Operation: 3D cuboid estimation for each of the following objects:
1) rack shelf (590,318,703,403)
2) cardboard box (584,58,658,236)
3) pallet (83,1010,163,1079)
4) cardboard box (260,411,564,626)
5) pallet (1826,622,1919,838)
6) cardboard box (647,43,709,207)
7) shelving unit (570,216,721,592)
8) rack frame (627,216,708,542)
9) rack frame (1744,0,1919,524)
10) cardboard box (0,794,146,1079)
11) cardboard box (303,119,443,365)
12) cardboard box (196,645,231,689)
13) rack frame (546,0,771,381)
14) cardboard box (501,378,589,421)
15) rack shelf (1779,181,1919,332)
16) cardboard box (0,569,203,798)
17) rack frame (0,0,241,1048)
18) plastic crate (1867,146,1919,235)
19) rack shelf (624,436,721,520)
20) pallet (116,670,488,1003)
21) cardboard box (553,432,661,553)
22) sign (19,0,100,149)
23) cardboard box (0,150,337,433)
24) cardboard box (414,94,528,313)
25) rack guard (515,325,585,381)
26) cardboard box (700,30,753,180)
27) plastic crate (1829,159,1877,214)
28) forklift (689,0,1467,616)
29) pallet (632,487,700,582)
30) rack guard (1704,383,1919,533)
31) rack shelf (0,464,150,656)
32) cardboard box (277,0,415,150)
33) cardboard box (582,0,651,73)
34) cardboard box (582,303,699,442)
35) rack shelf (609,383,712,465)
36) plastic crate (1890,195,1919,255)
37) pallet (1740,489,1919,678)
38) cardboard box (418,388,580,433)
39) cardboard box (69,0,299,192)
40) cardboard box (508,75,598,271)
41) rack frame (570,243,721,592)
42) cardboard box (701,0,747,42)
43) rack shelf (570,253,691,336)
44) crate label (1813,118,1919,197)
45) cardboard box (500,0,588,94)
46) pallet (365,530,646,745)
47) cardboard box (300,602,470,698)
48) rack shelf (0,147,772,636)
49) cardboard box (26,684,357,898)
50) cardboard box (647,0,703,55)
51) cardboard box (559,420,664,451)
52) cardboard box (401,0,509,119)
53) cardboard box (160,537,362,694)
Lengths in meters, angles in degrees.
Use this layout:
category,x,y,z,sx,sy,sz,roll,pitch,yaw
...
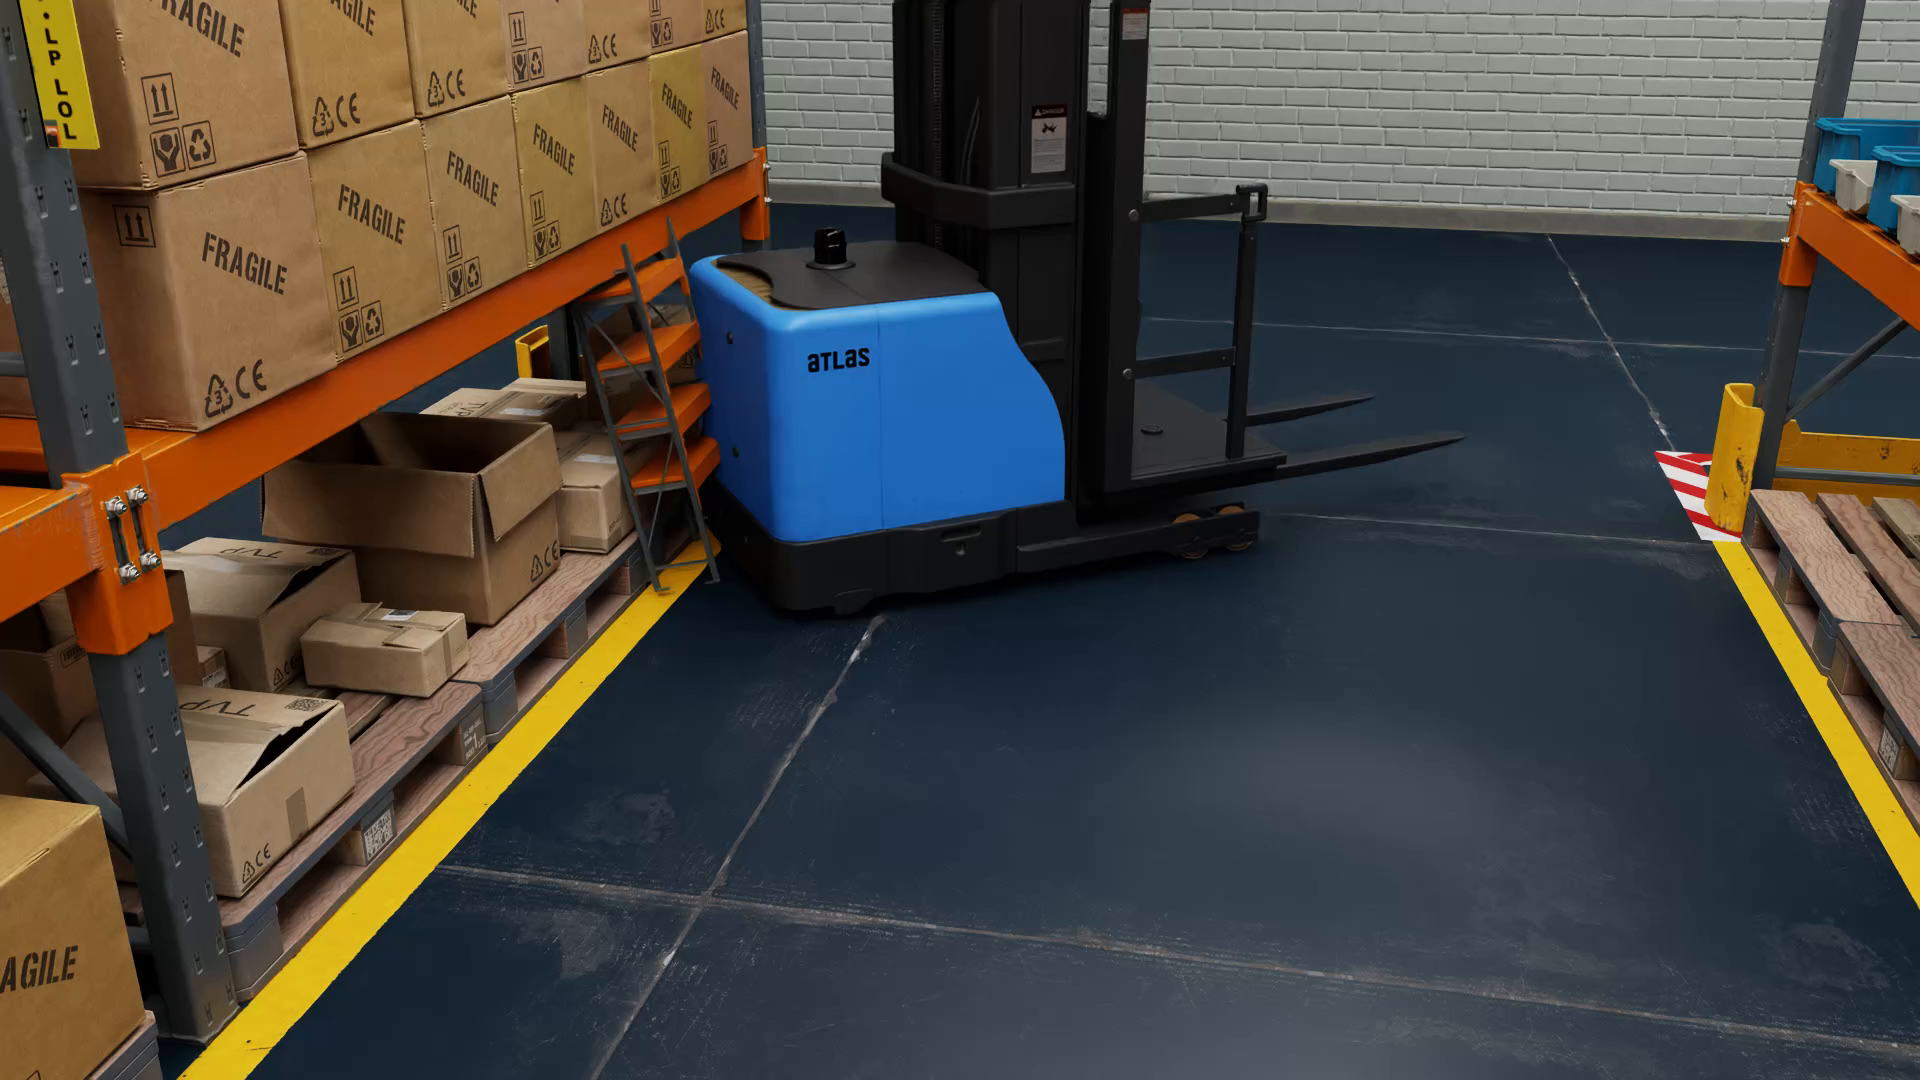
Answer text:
category,x,y,z,sx,sy,sz,roll,pitch,yaw
rack shelf,-1.076,-0.623,5.783,0.258,0.148,0.480,-9,20,11
cardboard box,-1.332,-1.301,5.436,0.500,0.500,0.500,5,22,11
pallet,-2.242,1.245,2.980,1.003,0.211,1.213,4,22,11
cardboard box,-1.735,-0.082,5.296,0.797,0.503,0.637,4,22,11
pallet,3.094,0.604,4.571,1.003,0.211,1.213,4,22,11
cardboard box,-1.225,-1.484,5.888,0.500,0.500,0.500,5,22,11
shelving unit,-1.044,-0.479,5.835,0.258,1.200,0.503,-9,20,11
rack frame,-1.013,-0.567,6.060,0.240,1.200,0.015,-9,20,11
rack frame,3.551,-1.433,5.896,1.000,3.000,0.127,4,22,11
cardboard box,-1.934,0.809,3.087,0.500,0.500,0.500,4,22,11
cardboard box,-1.641,-0.748,4.063,0.500,0.500,0.500,5,22,12
cardboard box,-2.257,0.398,4.578,0.380,0.149,0.250,4,22,11
rack frame,-1.297,-1.812,6.837,1.000,3.000,0.127,4,22,11
cardboard box,-1.719,-0.566,6.972,0.380,0.149,0.250,4,22,11
rack shelf,3.143,-0.368,4.214,1.077,0.370,4.000,4,22,11
cardboard box,-2.275,0.377,4.160,0.500,0.500,0.500,4,22,11
rack frame,-2.113,-0.349,3.205,1.000,3.000,0.127,4,22,11
plastic crate,3.044,-1.077,5.156,0.416,0.233,0.300,4,22,11
rack shelf,-0.989,-0.234,5.923,0.258,0.148,0.480,-9,20,11
pallet,-1.972,0.694,4.349,1.003,0.211,1.213,4,22,11
cardboard box,-1.390,-0.178,5.871,0.500,0.250,0.500,4,22,11
sign,-1.569,-0.845,2.886,0.100,0.325,0.005,4,22,11
cardboard box,-1.743,-0.561,3.597,0.500,0.500,0.500,5,22,12
cardboard box,-1.537,-0.931,4.517,0.500,0.500,0.500,4,22,11
rack guard,-1.313,-0.624,7.235,1.175,0.500,0.348,4,22,11
cardboard box,-1.122,-1.674,6.360,0.500,0.500,0.500,5,23,13
plastic crate,3.032,-1.162,5.496,0.250,0.136,0.298,4,22,11
forklift,0.568,-1.457,6.047,3.031,2.935,1.130,-10,24,-23
pallet,-1.474,-0.199,6.565,1.003,0.211,1.213,4,22,11
rack guard,3.543,-0.283,6.387,1.175,0.500,0.348,4,22,11
rack shelf,-2.522,0.716,1.523,1.077,0.370,4.000,4,22,11
cardboard box,-1.637,-1.199,3.842,0.500,0.500,0.500,4,22,9
cardboard box,-1.322,-1.763,5.245,0.500,0.500,0.500,5,22,12
cardboard box,-1.167,-0.639,6.681,0.500,0.500,0.500,4,22,11
rack shelf,-1.030,-0.417,5.857,0.258,0.148,0.480,-9,20,11
plastic crate,2.894,-0.914,4.880,0.250,0.136,0.298,4,22,11
pallet,3.345,0.159,5.675,1.003,0.211,1.213,4,22,11
cardboard box,-1.788,-0.380,6.374,0.500,0.250,0.500,4,22,11
cardboard box,-1.742,-1.010,3.374,0.500,0.500,0.500,5,22,12
cardboard box,-1.435,-1.117,4.979,0.500,0.500,0.500,4,22,10
rack frame,-1.074,-0.391,5.610,0.240,1.200,0.015,-9,20,11
cardboard box,-1.119,-2.138,6.175,0.500,0.500,0.500,4,22,10
rack shelf,-1.124,-0.841,5.705,0.258,0.148,0.480,-9,20,11
crate label,3.178,-1.318,5.754,0.416,0.233,0.303,4,22,11
cardboard box,-1.427,-1.576,4.778,0.500,0.500,0.500,5,23,13
pallet,-1.726,0.246,5.460,1.003,0.211,1.213,4,22,11
cardboard box,-1.649,0.307,4.779,0.380,0.166,0.250,4,22,11
rack shelf,-1.705,-0.747,5.155,1.077,0.370,4.000,4,22,11
cardboard box,-1.816,0.557,3.965,0.500,0.311,0.500,4,22,11
cardboard box,-1.221,-1.953,5.716,0.500,0.500,0.500,5,22,12
cardboard box,-1.338,-0.343,6.393,0.380,0.166,0.250,4,22,11
cardboard box,-1.532,-1.387,4.309,0.500,0.500,0.500,4,22,9
cardboard box,-2.122,0.190,4.877,0.500,0.311,0.500,4,22,11
